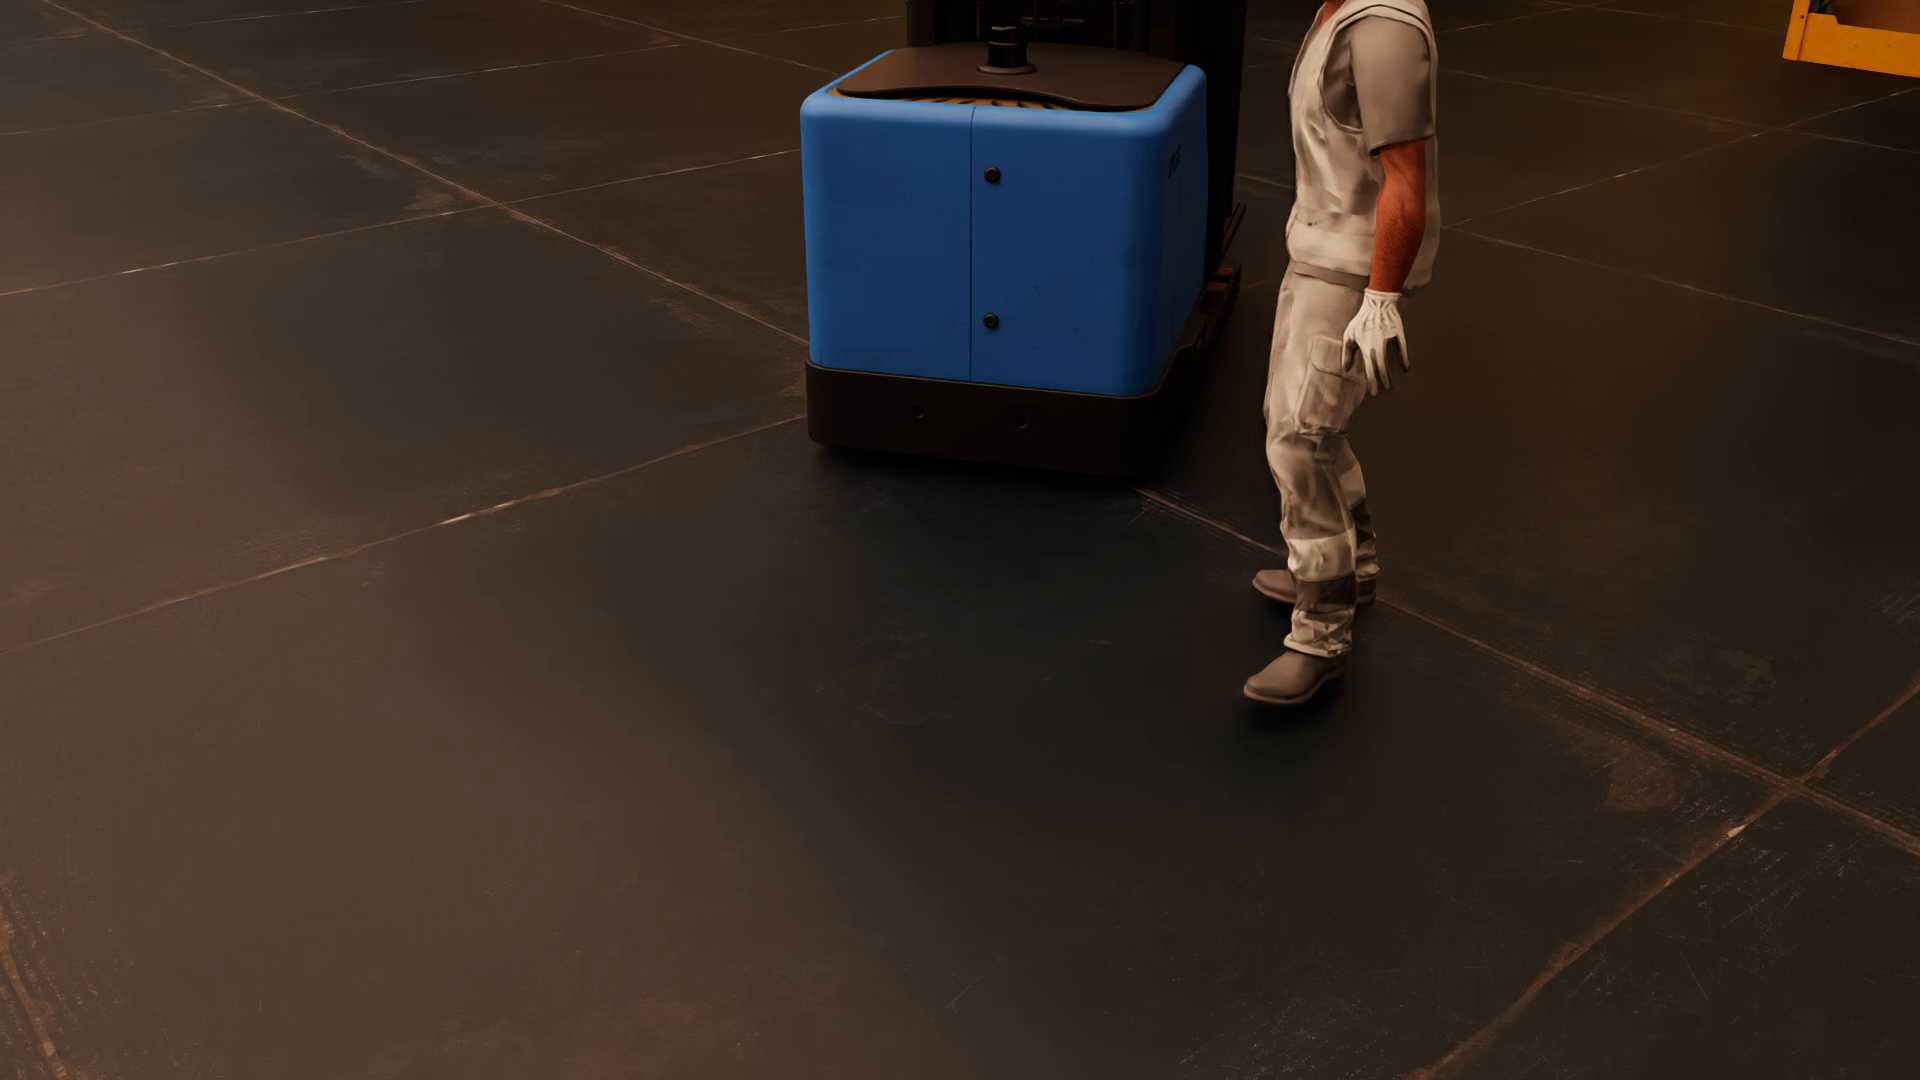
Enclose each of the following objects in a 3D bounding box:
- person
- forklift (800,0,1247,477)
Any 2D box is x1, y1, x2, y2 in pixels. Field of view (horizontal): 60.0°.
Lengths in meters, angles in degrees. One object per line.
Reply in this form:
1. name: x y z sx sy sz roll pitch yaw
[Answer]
1. person: 0.810 -0.587 3.637 0.428 1.744 0.865 2 26 4
2. forklift: 0.428 -2.124 5.485 1.130 2.935 3.031 7 27 14
